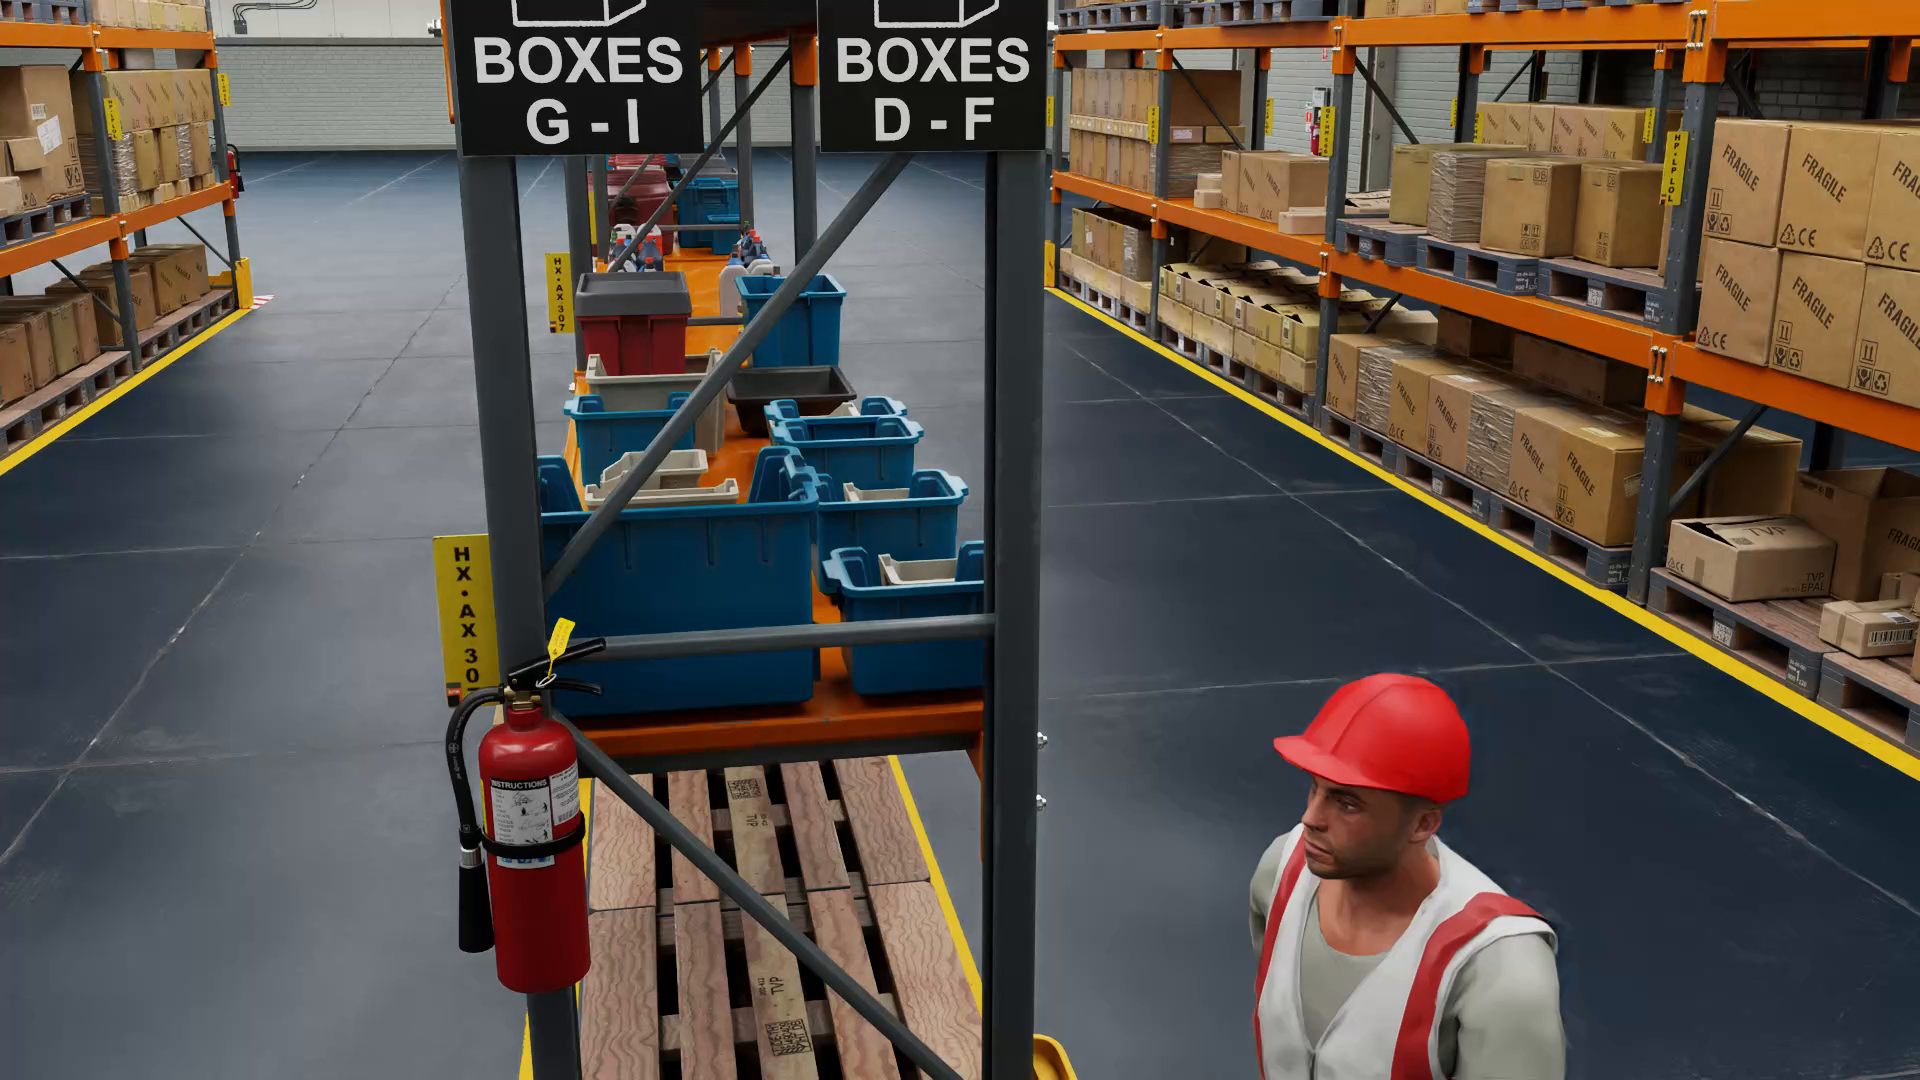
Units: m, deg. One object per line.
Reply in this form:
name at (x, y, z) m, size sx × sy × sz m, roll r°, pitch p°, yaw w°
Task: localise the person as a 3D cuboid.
person at (0.567, 1.017, 2.441) m, size 1.006 × 1.745 × 0.666 m, roll -12°, pitch 20°, yaw -36°
